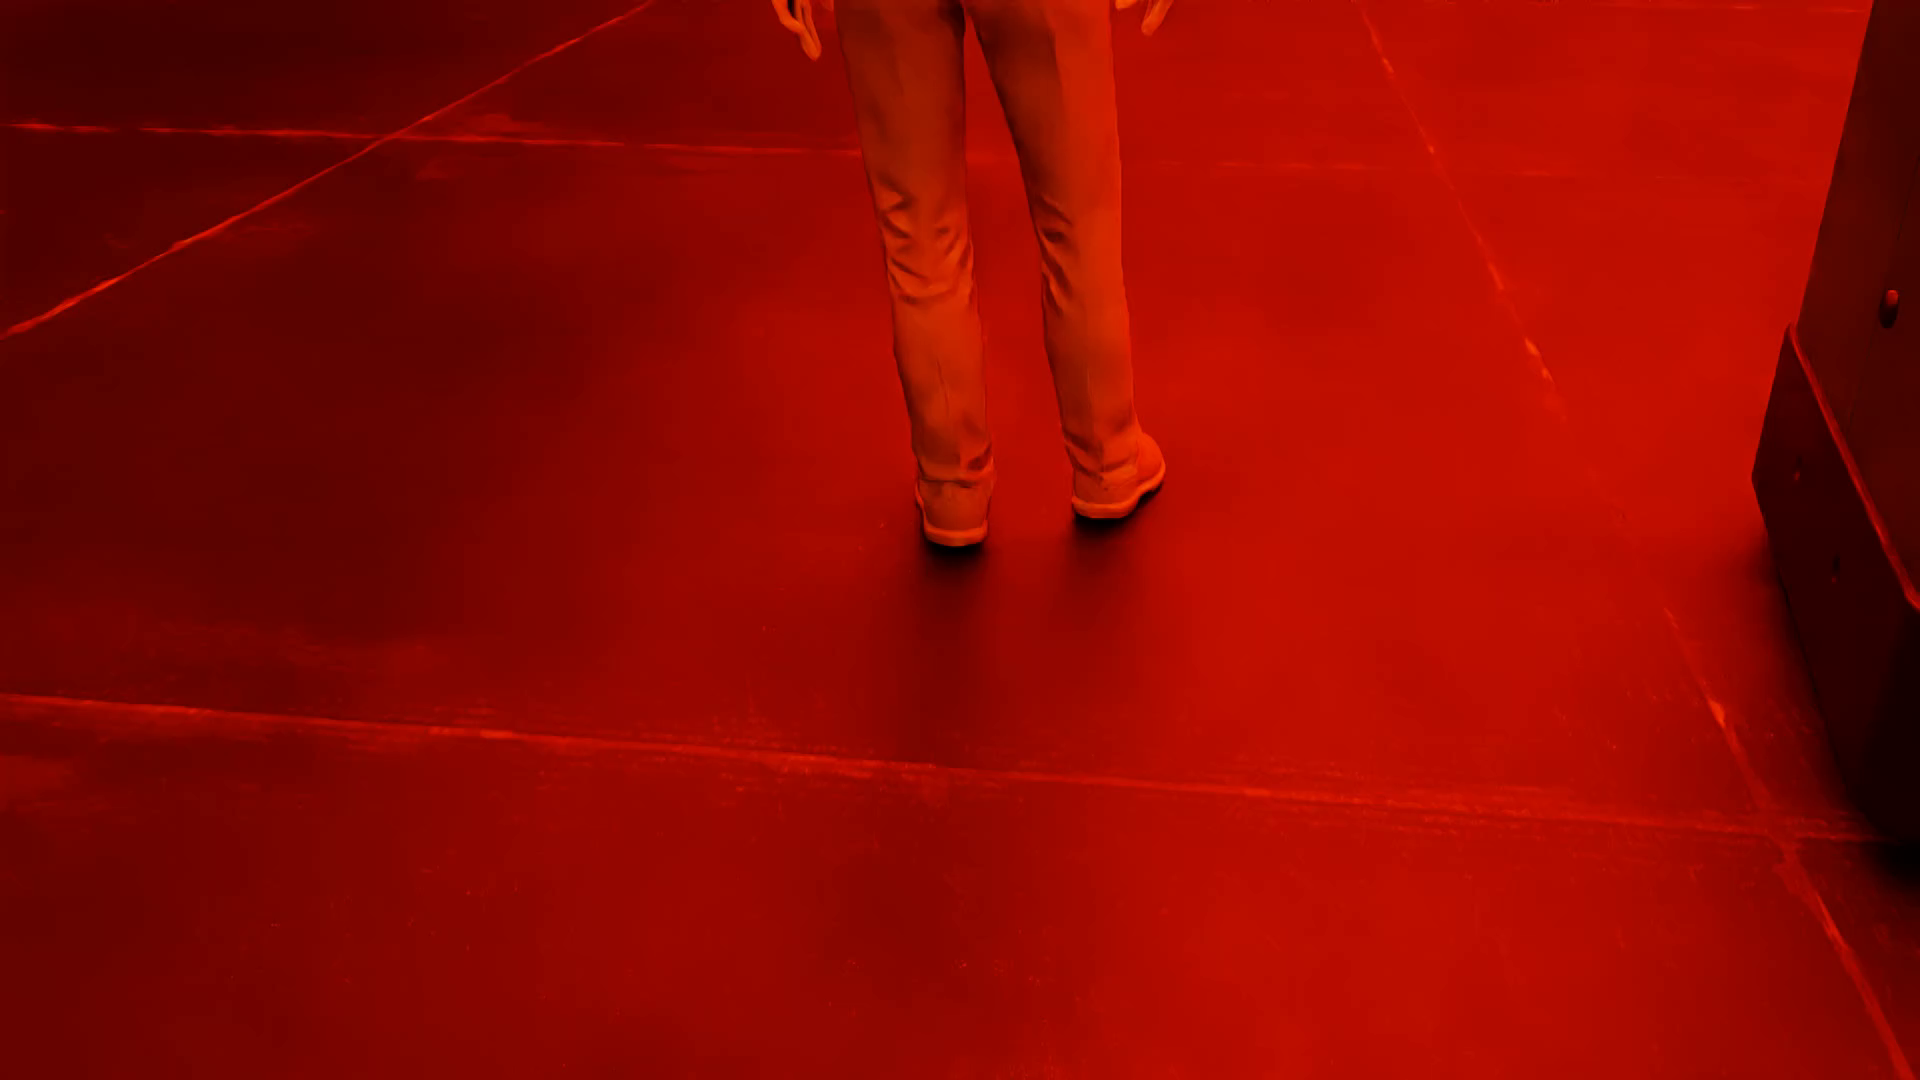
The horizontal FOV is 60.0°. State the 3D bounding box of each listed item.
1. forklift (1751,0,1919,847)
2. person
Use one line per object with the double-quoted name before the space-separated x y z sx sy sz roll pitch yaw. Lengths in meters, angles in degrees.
"forklift" 2.531 -0.964 1.149 3.031 2.935 1.130 8 27 15
"person" 0.016 -0.795 2.177 0.586 1.695 0.532 3 27 7
